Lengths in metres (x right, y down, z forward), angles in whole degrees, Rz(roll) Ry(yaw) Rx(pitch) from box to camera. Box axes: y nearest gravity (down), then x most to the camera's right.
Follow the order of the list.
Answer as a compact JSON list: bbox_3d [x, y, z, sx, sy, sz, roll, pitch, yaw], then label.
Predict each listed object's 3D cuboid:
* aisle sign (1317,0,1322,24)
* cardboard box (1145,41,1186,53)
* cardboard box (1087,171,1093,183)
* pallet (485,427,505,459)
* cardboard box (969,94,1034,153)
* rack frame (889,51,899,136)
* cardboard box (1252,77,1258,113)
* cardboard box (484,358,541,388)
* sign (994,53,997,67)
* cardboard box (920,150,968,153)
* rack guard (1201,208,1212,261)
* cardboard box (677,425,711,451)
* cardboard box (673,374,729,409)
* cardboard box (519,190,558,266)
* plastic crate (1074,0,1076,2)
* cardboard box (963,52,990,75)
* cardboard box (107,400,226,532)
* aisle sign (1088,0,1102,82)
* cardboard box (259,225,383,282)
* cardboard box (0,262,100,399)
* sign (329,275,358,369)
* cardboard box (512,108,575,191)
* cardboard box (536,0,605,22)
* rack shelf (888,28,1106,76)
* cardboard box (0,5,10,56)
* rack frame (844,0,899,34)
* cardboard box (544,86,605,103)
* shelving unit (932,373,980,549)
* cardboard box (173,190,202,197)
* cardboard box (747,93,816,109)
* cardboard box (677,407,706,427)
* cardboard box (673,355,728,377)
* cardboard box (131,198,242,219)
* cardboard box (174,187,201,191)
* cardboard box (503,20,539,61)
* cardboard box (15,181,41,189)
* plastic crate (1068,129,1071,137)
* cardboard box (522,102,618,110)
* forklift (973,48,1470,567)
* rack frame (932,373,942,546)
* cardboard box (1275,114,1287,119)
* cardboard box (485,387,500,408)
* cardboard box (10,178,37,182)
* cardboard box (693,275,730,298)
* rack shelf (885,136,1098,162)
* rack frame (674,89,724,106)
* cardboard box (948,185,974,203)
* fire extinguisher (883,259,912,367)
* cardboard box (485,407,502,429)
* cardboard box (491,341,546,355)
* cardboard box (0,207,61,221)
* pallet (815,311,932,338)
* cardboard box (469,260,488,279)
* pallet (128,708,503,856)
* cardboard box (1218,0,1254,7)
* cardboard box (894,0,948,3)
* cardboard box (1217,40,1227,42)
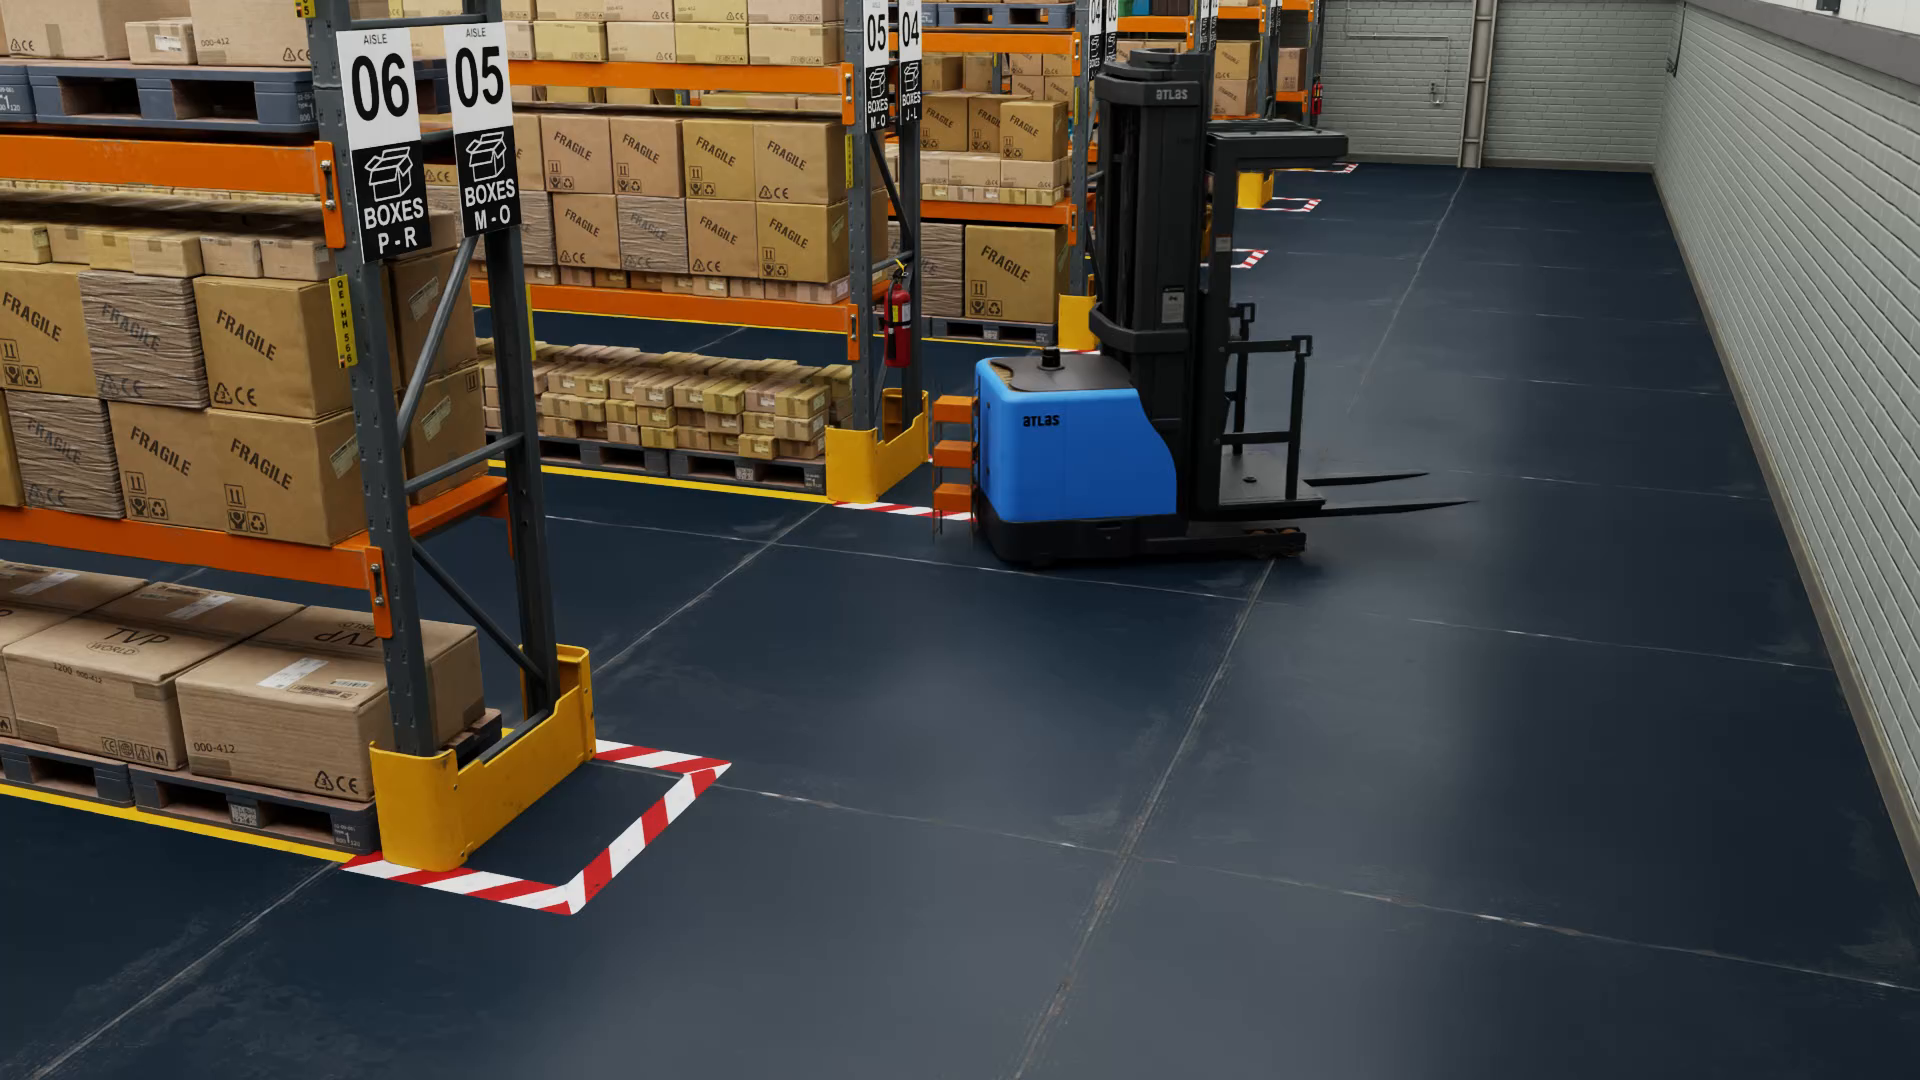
[{"bbox_3d":[6.079,-9.120,28.056,0.004,0.787,0.394,7,20,18],"label":"aisle sign"},{"bbox_3d":[3.008,-7.043,24.378,0.500,0.500,0.500,7,20,20],"label":"cardboard box"},{"bbox_3d":[1.855,-5.552,25.405,0.250,0.166,0.380,7,20,18],"label":"cardboard box"},{"bbox_3d":[-3.623,-0.896,12.648,1.213,0.211,1.003,7,20,18],"label":"pallet"},{"bbox_3d":[0.396,-3.987,15.916,0.500,0.500,0.500,6,20,17],"label":"cardboard box"},{"bbox_3d":[-0.920,-5.345,21.176,0.127,3.000,1.000,7,20,18],"label":"rack frame"},{"bbox_3d":[4.155,-6.630,24.710,0.500,0.500,0.500,7,20,19],"label":"cardboard box"},{"bbox_3d":[-3.262,-1.224,12.143,0.250,0.149,0.380,6,20,17],"label":"cardboard box"},{"bbox_3d":[0.530,-7.259,24.907,0.005,0.325,0.100,7,20,18],"label":"sign"},{"bbox_3d":[-0.099,-3.688,16.198,0.500,0.250,0.500,6,20,16],"label":"cardboard box"},{"bbox_3d":[2.885,-3.734,20.352,0.348,0.500,1.175,7,20,18],"label":"rack guard"},{"bbox_3d":[-1.791,-0.760,11.716,0.250,0.149,0.380,7,20,19],"label":"cardboard box"},{"bbox_3d":[-1.802,-1.034,11.599,0.250,0.149,0.380,6,20,16],"label":"cardboard box"},{"bbox_3d":[-2.950,-2.213,11.587,0.500,0.500,0.500,6,20,17],"label":"cardboard box"},{"bbox_3d":[1.505,-6.551,20.172,0.767,0.338,0.504,7,20,18],"label":"plastic crate"},{"bbox_3d":[0.382,-8.755,30.325,0.500,0.500,0.500,7,20,20],"label":"cardboard box"},{"bbox_3d":[-3.031,-0.368,6.745,0.500,0.500,0.500,6,20,17],"label":"cardboard box"},{"bbox_3d":[1.202,-4.500,14.801,0.004,0.787,0.394,7,20,18],"label":"aisle sign"},{"bbox_3d":[-2.424,-1.094,6.324,0.250,0.149,0.380,7,20,19],"label":"cardboard box"},{"bbox_3d":[-3.522,-0.891,6.727,0.500,0.500,0.500,6,20,18],"label":"cardboard box"},{"bbox_3d":[-2.211,-0.783,5.970,0.005,0.325,0.100,7,20,18],"label":"sign"},{"bbox_3d":[-2.962,-2.694,11.447,0.500,0.500,0.500,7,20,19],"label":"cardboard box"},{"bbox_3d":[-2.448,-3.563,10.976,0.500,0.250,0.500,6,20,16],"label":"cardboard box"},{"bbox_3d":[-0.656,-4.666,15.763,4.000,0.370,1.077,7,20,18],"label":"rack shelf"},{"bbox_3d":[-3.874,-2.265,6.842,0.500,0.500,0.500,7,20,19],"label":"cardboard box"},{"bbox_3d":[-0.490,-4.675,10.138,0.127,3.000,1.000,7,20,18],"label":"rack frame"},{"bbox_3d":[-3.796,-4.470,16.990,0.637,0.503,0.797,7,20,19],"label":"cardboard box"},{"bbox_3d":[-0.023,-0.481,10.186,0.252,1.050,0.215,5,20,13],"label":"shelving unit"},{"bbox_3d":[-5.697,-2.588,12.558,0.250,0.149,0.380,5,20,15],"label":"cardboard box"},{"bbox_3d":[-1.715,-4.042,16.075,0.500,0.500,0.500,7,20,18],"label":"cardboard box"},{"bbox_3d":[-1.794,-0.919,11.721,0.250,0.149,0.380,6,20,17],"label":"cardboard box"},{"bbox_3d":[-1.890,-1.230,12.161,0.250,0.149,0.380,7,21,20],"label":"cardboard box"},{"bbox_3d":[-3.263,-1.347,7.049,0.250,0.149,0.380,7,20,19],"label":"cardboard box"},{"bbox_3d":[-5.689,-2.730,12.515,0.250,0.149,0.380,6,20,16],"label":"cardboard box"},{"bbox_3d":[-2.956,-3.374,11.192,0.500,0.250,0.500,7,21,20],"label":"cardboard box"},{"bbox_3d":[-7.147,-2.755,13.037,0.250,0.149,0.380,6,20,16],"label":"cardboard box"},{"bbox_3d":[1.203,-4.933,20.304,0.250,0.136,0.298,7,20,18],"label":"plastic crate"},{"bbox_3d":[-2.767,-2.853,11.904,0.500,0.500,0.500,7,20,19],"label":"cardboard box"},{"bbox_3d":[1.647,-1.439,10.076,3.031,2.935,1.130,-3,19,-9],"label":"forklift"},{"bbox_3d":[-0.141,-0.491,10.213,0.008,1.050,0.200,5,20,13],"label":"rack frame"},{"bbox_3d":[5.599,-7.411,29.277,0.250,0.149,0.380,7,20,18],"label":"cardboard box"},{"bbox_3d":[-3.267,-1.083,12.191,0.250,0.149,0.380,5,20,15],"label":"cardboard box"},{"bbox_3d":[-7.189,-2.900,13.002,0.250,0.149,0.380,6,20,18],"label":"cardboard box"},{"bbox_3d":[-1.604,-1.752,11.249,0.250,0.149,0.380,7,20,20],"label":"cardboard box"},{"bbox_3d":[0.969,-4.789,20.675,4.000,0.370,1.077,7,20,18],"label":"rack shelf"},{"bbox_3d":[-2.546,-3.805,16.758,0.127,3.000,1.000,7,20,18],"label":"rack frame"},{"bbox_3d":[0.069,-3.273,15.613,0.250,0.149,0.380,7,20,19],"label":"cardboard box"},{"bbox_3d":[-0.404,-1.458,10.710,0.183,0.674,0.296,7,20,18],"label":"fire extinguisher"},{"bbox_3d":[-3.271,-0.935,12.219,0.250,0.149,0.380,6,20,17],"label":"cardboard box"},{"bbox_3d":[-3.355,-1.409,12.675,0.250,0.149,0.380,6,20,18],"label":"cardboard box"},{"bbox_3d":[-3.889,-1.249,6.769,0.250,0.149,0.380,7,20,20],"label":"cardboard box"},{"bbox_3d":[-0.697,-2.251,16.535,1.213,0.211,1.003,7,20,18],"label":"pallet"},{"bbox_3d":[-3.316,-1.974,11.888,0.250,0.149,0.380,6,20,16],"label":"cardboard box"},{"bbox_3d":[-2.800,0.963,7.316,1.213,0.211,1.003,7,20,18],"label":"pallet"},{"bbox_3d":[3.915,-7.772,23.809,0.500,0.250,0.500,7,20,18],"label":"cardboard box"},{"bbox_3d":[-0.272,-5.261,15.435,0.500,0.500,0.700,5,20,14],"label":"cardboard box"},{"bbox_3d":[3.658,-7.156,24.701,0.500,0.500,0.500,7,20,19],"label":"cardboard box"}]
